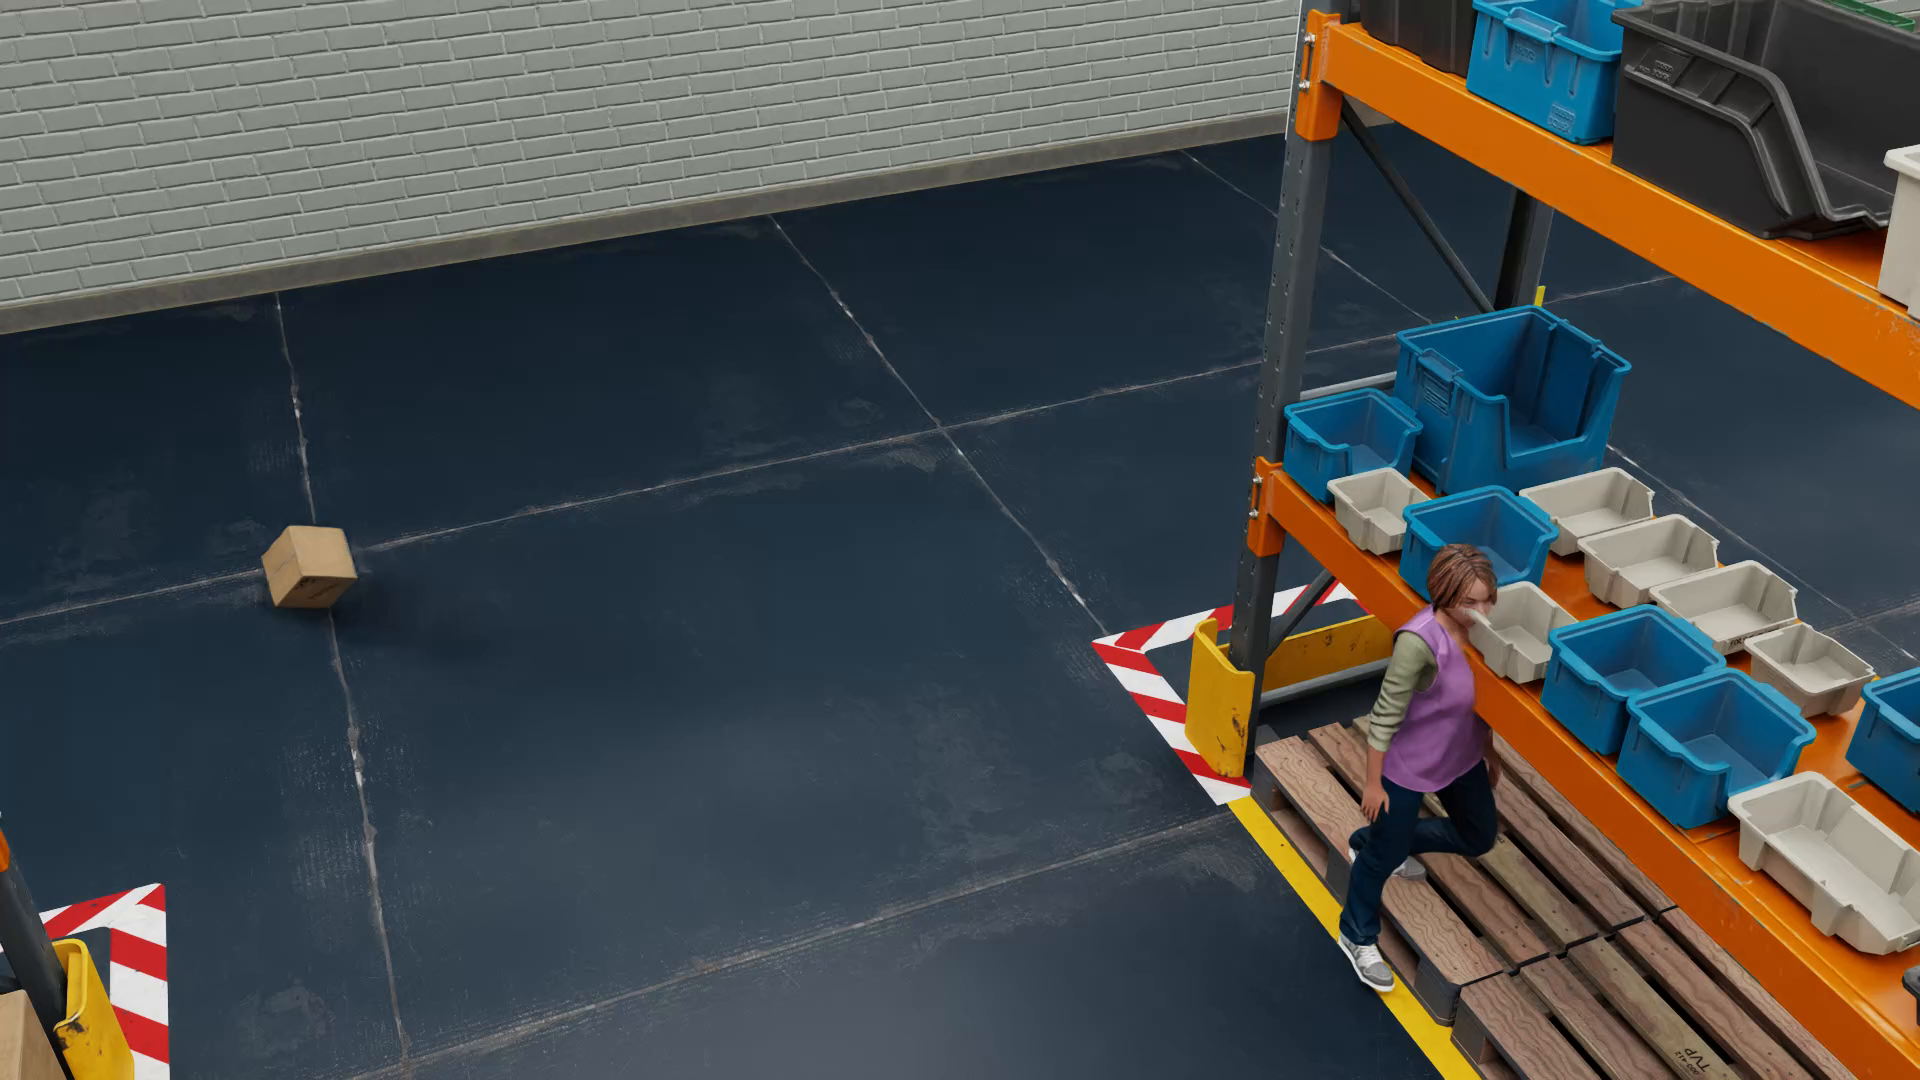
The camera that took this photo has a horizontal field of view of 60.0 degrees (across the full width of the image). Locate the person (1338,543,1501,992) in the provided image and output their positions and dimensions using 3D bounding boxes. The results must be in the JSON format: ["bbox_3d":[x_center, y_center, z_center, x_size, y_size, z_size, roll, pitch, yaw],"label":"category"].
[{"bbox_3d":[1.409,0.680,5.127,0.483,1.588,0.433,-22,40,-29],"label":"person"}]
